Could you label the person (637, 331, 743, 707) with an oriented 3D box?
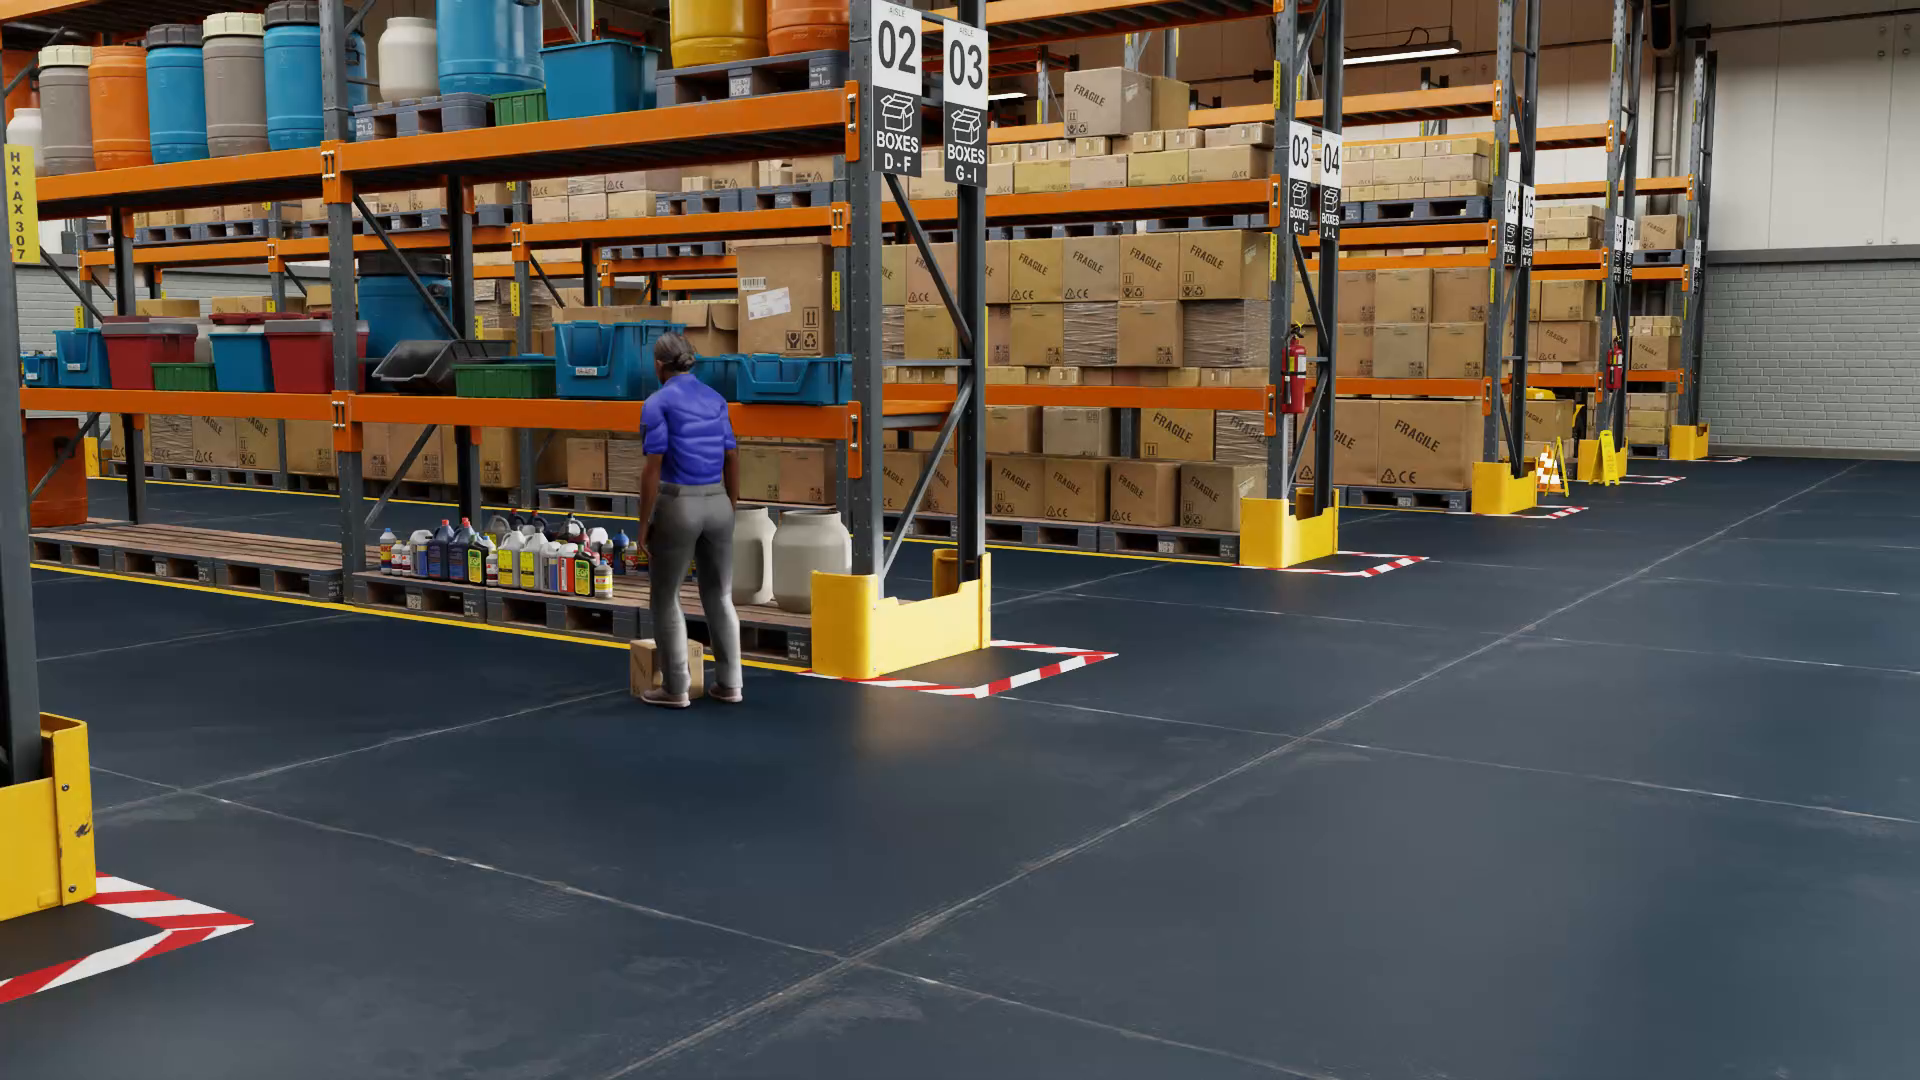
[{"bbox_3d":[-1.203,-0.090,7.332,0.521,1.653,0.402,-5,8,-39],"label":"person"}]
